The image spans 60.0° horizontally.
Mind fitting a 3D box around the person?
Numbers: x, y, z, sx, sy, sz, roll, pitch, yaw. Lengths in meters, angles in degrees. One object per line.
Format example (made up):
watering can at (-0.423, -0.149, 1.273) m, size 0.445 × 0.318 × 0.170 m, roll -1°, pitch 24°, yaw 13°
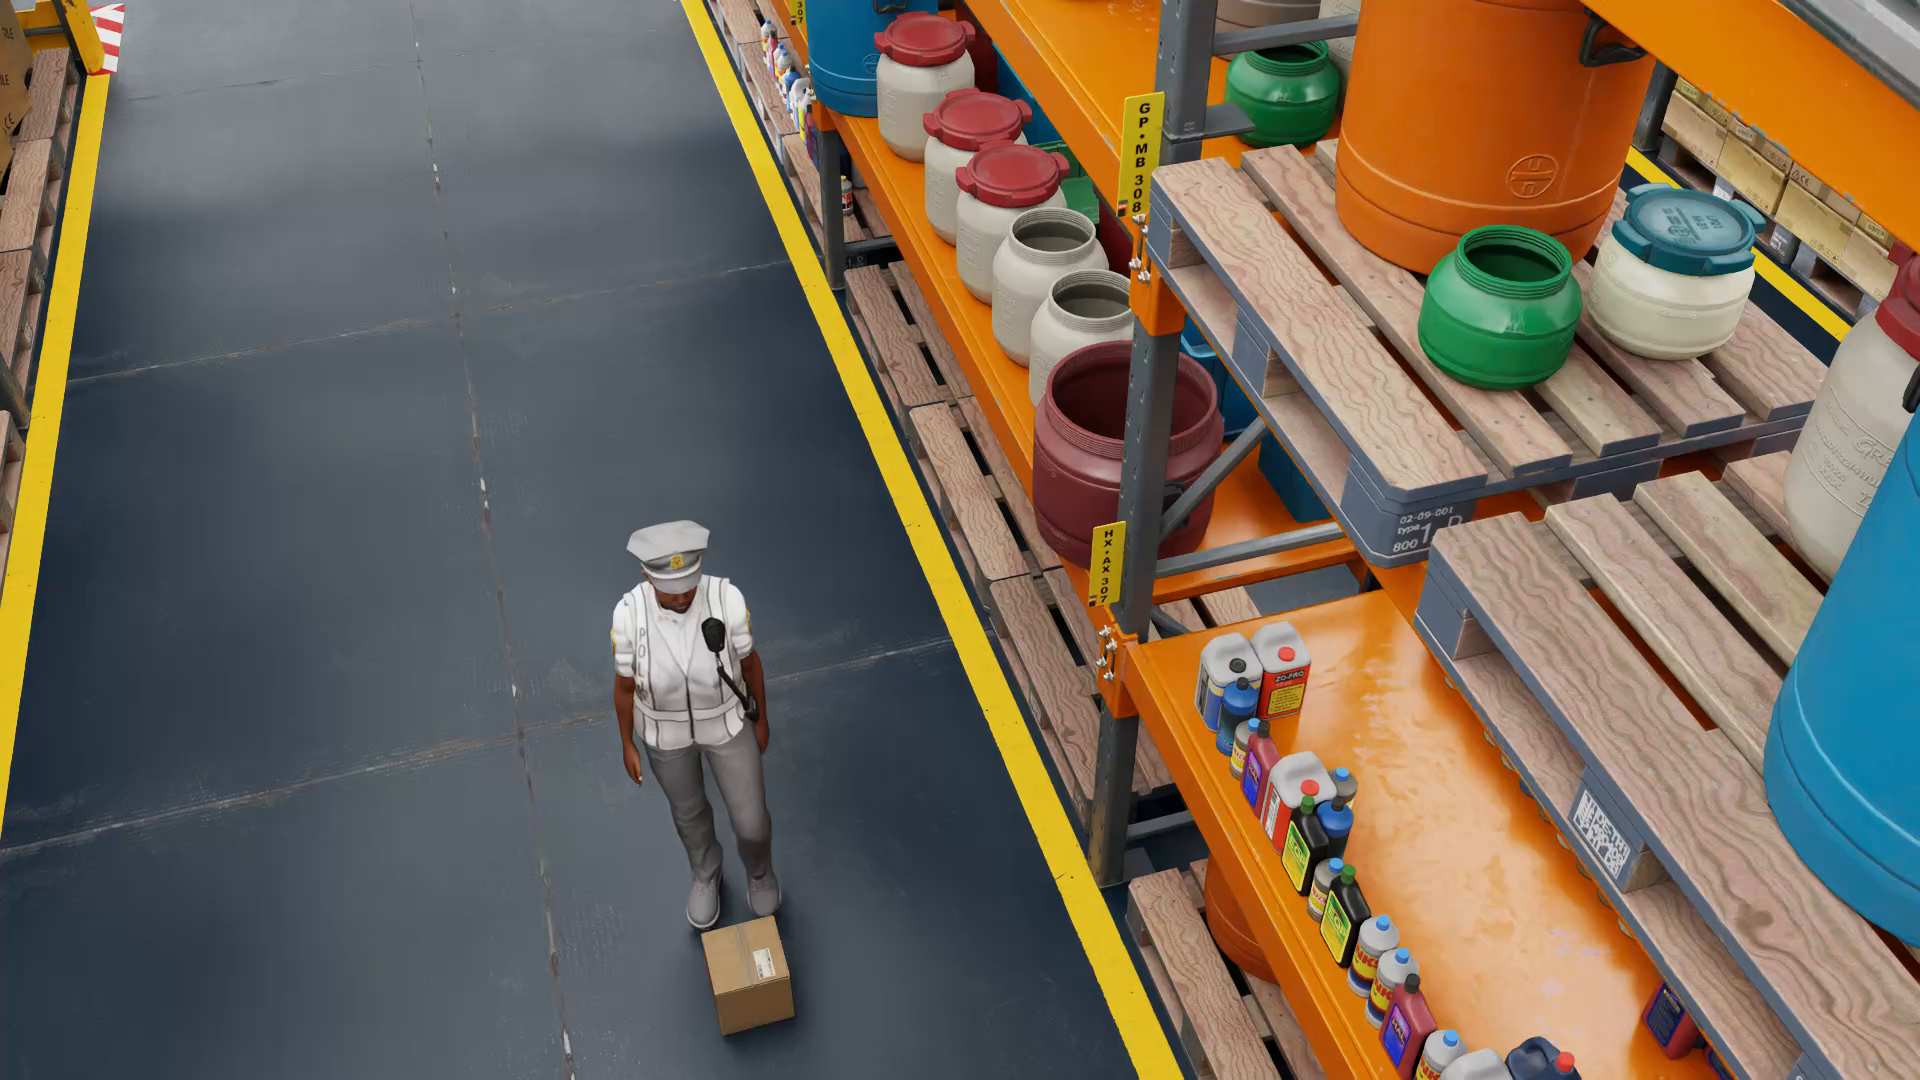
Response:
person at (-0.868, 0.646, 5.463) m, size 0.480 × 1.722 × 0.398 m, roll -5°, pitch 43°, yaw -5°
